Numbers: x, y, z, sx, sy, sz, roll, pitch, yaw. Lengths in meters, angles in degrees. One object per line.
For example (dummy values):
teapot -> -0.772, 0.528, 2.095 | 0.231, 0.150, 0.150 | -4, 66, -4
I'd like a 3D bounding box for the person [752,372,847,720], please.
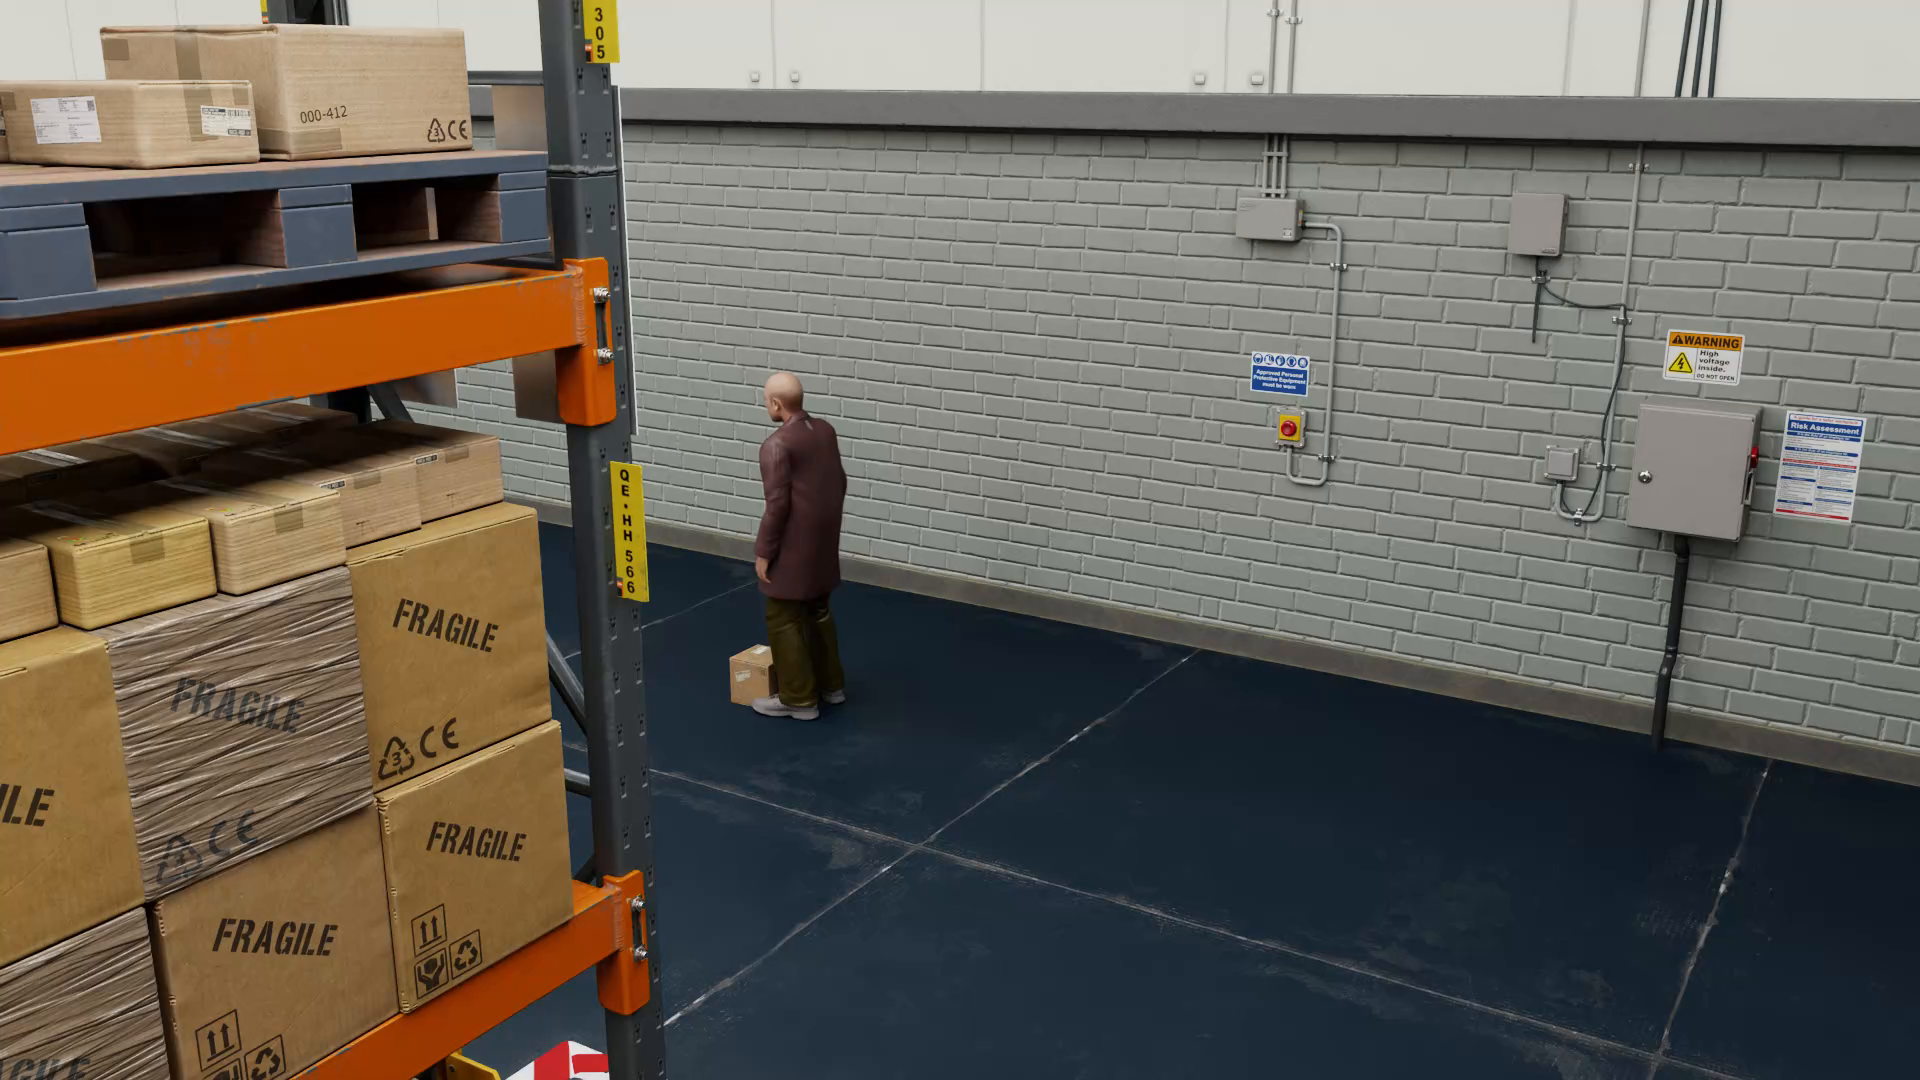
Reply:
person -> -0.822, 0.026, 8.470 | 0.428, 1.773, 0.642 | 10, 19, 30
